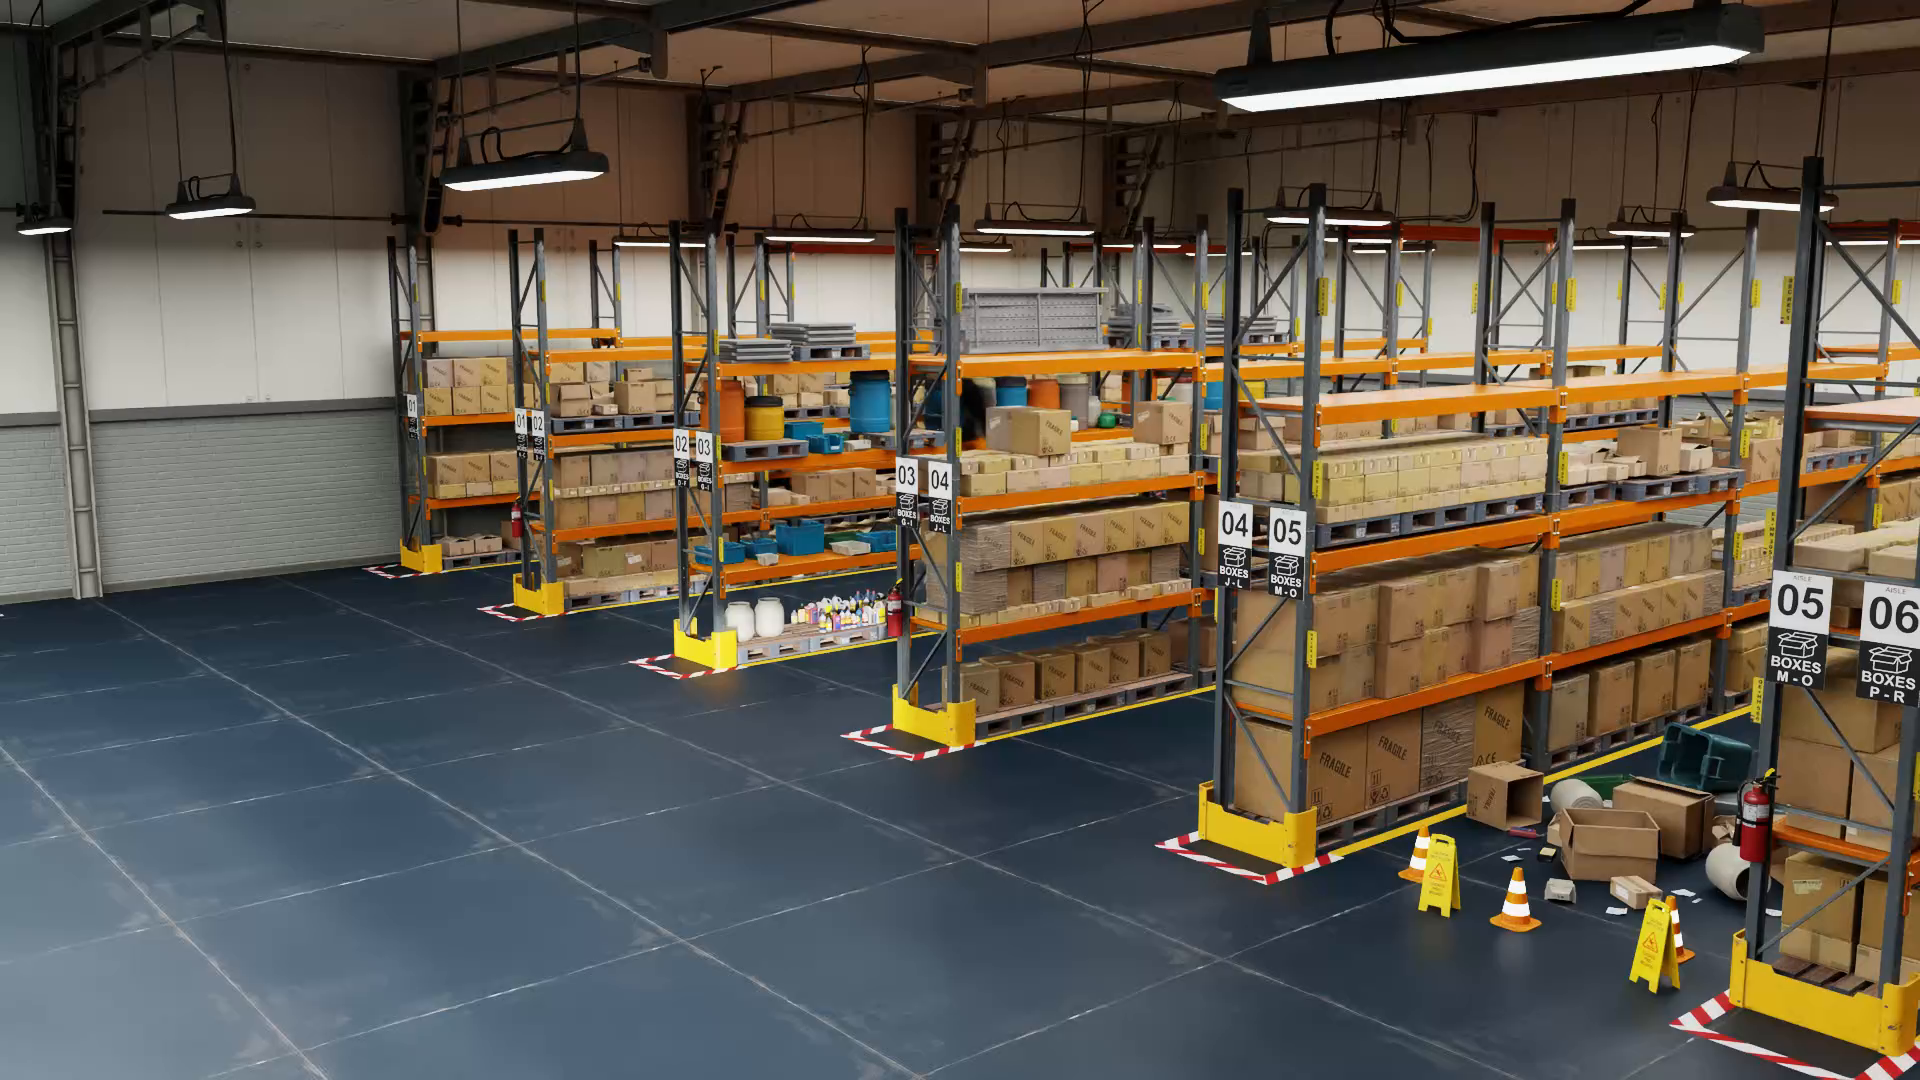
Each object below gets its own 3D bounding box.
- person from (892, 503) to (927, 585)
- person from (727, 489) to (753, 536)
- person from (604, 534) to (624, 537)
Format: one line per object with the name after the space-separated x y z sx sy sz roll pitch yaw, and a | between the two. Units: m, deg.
-0.696 -0.144 26.926 0.673 1.824 0.972 8 12 43 | person
-4.168 -0.483 31.459 0.871 1.708 0.581 -8 12 -41 | person
-6.104 -0.262 29.609 0.704 1.663 0.668 6 11 36 | person
